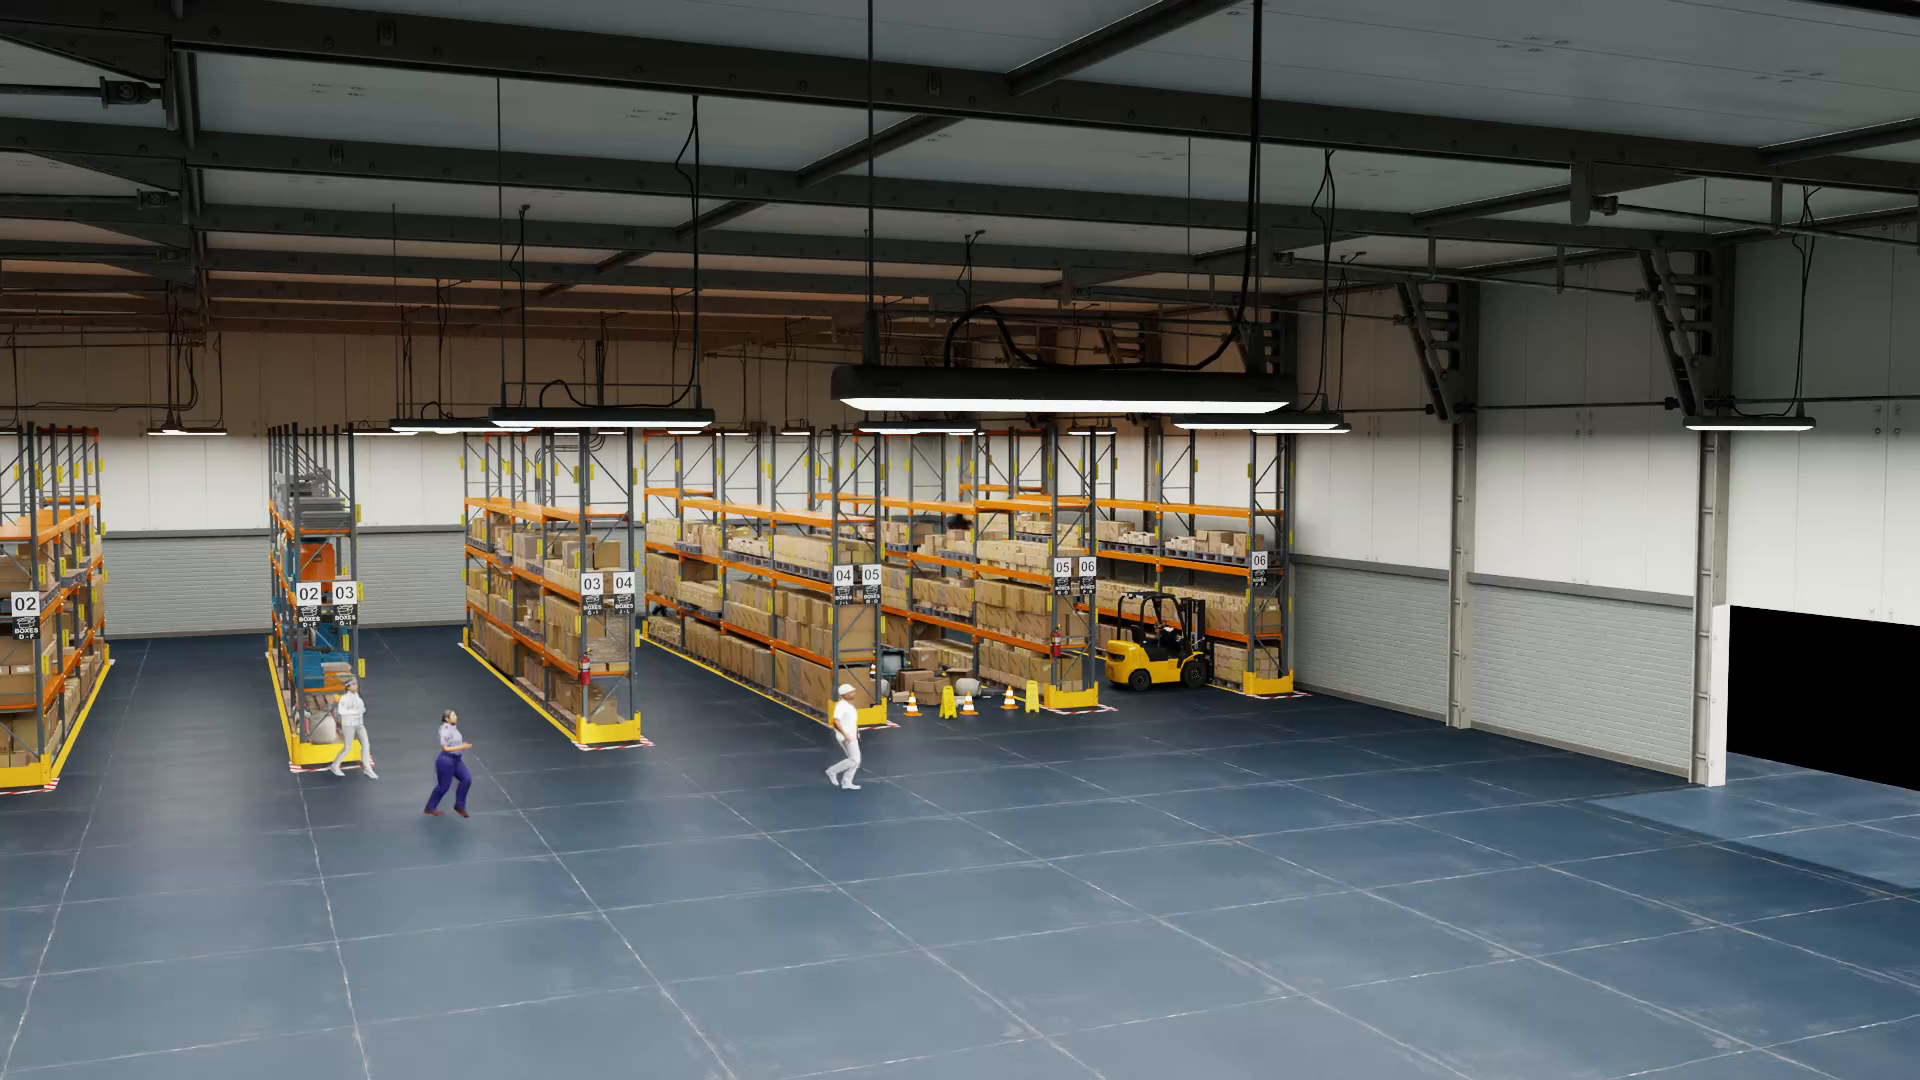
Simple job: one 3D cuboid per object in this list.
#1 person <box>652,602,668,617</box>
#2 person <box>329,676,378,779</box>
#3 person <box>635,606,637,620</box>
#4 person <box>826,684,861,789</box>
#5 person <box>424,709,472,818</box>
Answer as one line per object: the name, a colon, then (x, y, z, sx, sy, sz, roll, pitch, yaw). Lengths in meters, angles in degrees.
person: (-8.903, 1.932, 49.206, 0.757, 1.583, 0.583, 1, 4, 12)
person: (-10.220, 3.156, 27.951, 0.794, 1.741, 0.615, 1, 4, 17)
person: (-9.009, 2.194, 44.697, 0.596, 1.642, 0.620, -1, 4, -19)
person: (-1.894, 3.207, 27.100, 0.558, 1.728, 0.713, 0, 4, 7)
person: (-7.683, 3.388, 24.983, 0.746, 1.707, 0.563, 0, 3, 0)
